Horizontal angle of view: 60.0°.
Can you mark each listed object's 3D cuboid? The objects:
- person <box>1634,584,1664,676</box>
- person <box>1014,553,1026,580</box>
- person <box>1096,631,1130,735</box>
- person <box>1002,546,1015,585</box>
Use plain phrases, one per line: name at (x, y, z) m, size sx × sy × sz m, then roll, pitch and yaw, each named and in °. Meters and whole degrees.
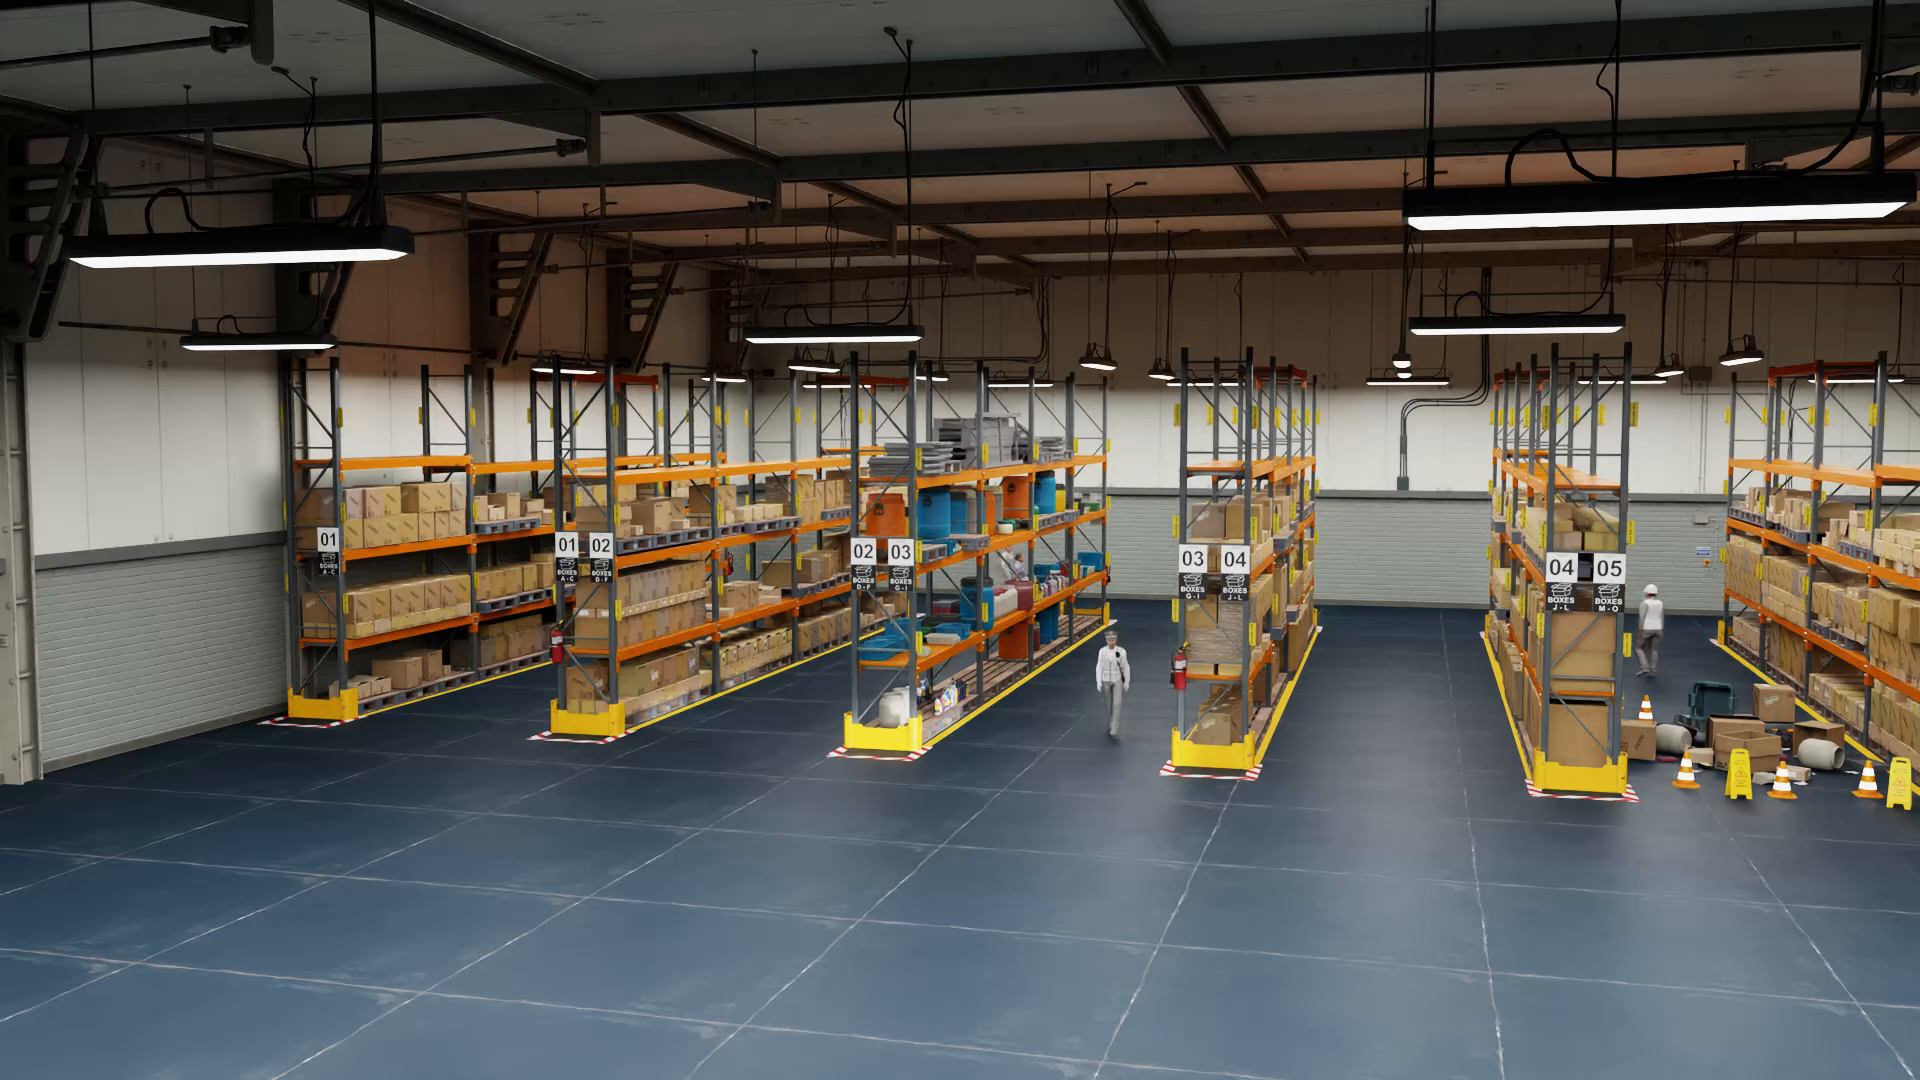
person at (13.381, 1.763, 32.261) m, size 0.567 × 1.806 × 0.385 m, roll -1°, pitch 4°, yaw -13°
person at (1.435, 1.126, 41.623) m, size 0.788 × 1.623 × 0.510 m, roll 1°, pitch 4°, yaw 9°
person at (2.388, 2.240, 26.233) m, size 0.505 × 1.625 × 0.991 m, roll 2°, pitch 5°, yaw 22°
person at (1.281, 0.863, 45.431) m, size 0.688 × 1.575 × 0.402 m, roll 2°, pitch 5°, yaw 29°
